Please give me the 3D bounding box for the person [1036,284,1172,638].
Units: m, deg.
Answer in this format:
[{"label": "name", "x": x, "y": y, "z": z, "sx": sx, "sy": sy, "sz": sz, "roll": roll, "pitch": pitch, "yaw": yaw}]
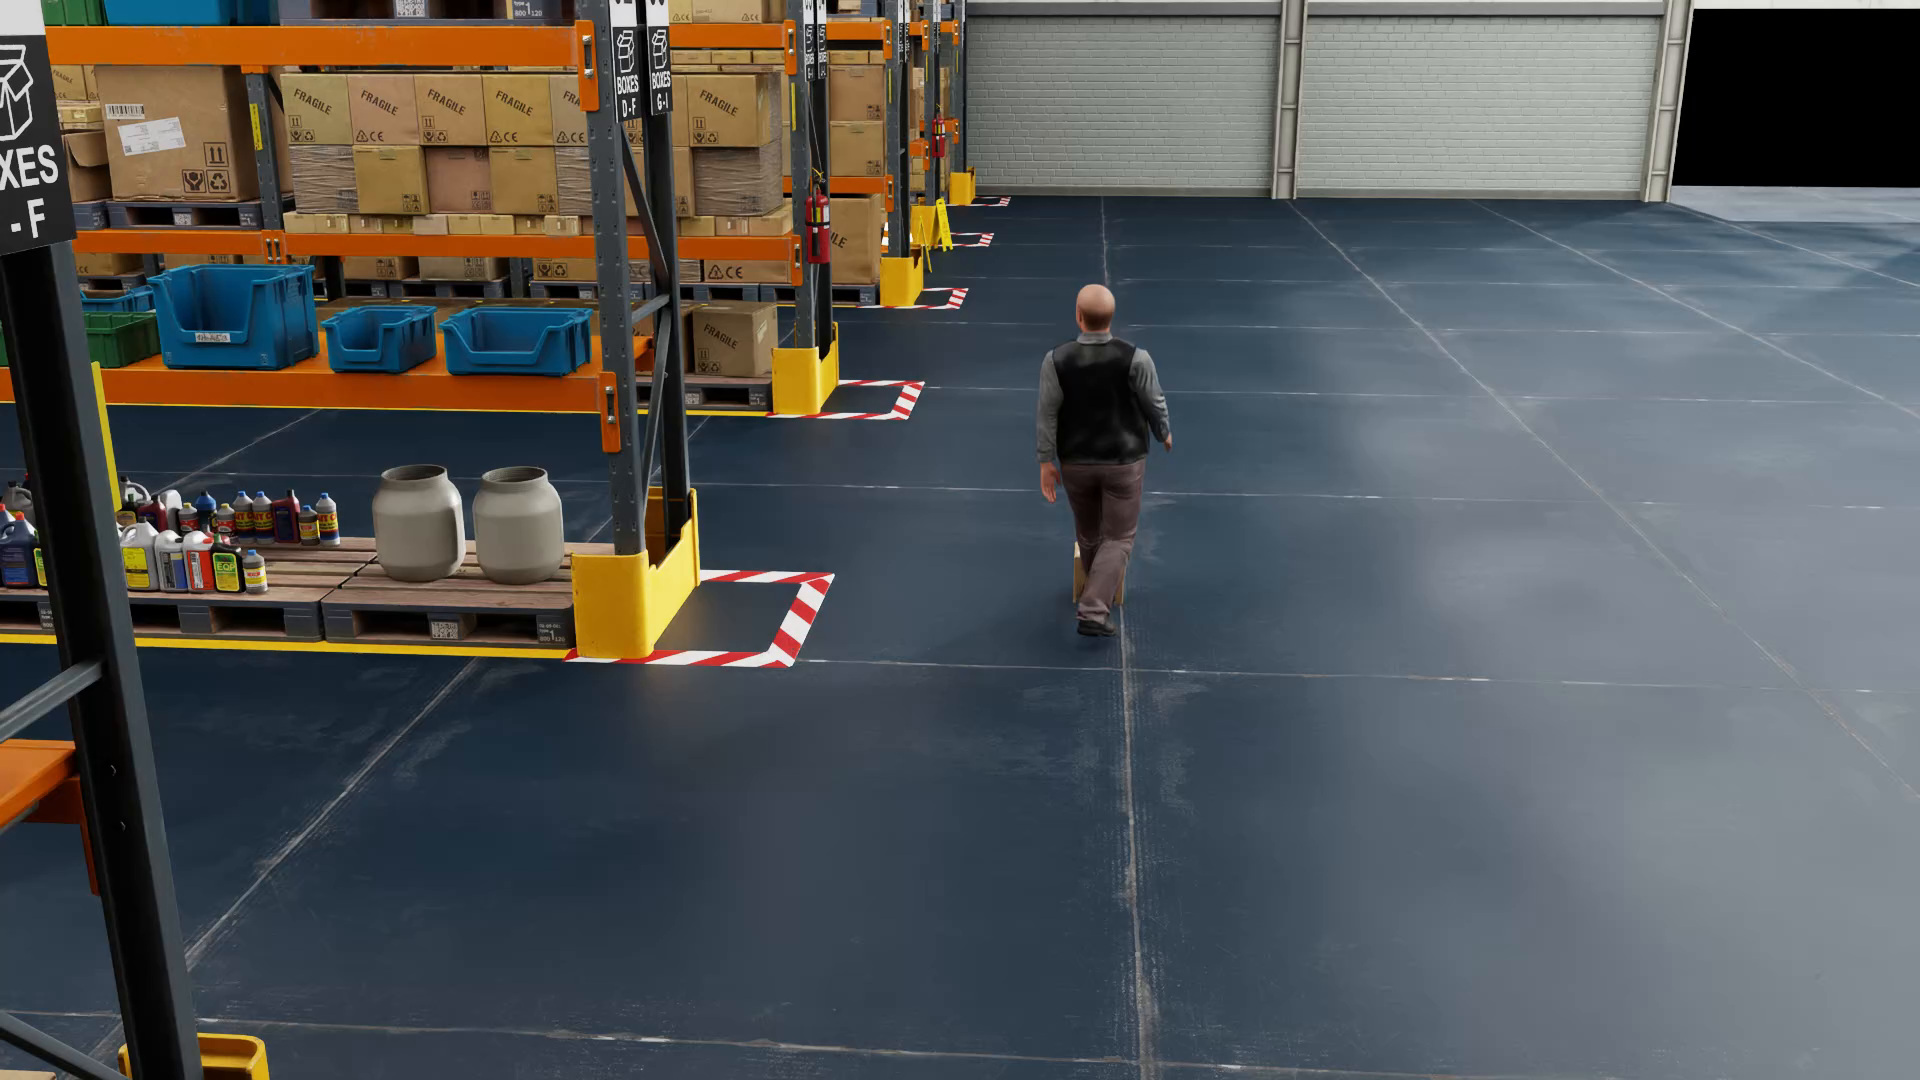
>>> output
[{"label": "person", "x": 0.691, "y": -0.397, "z": 7.910, "sx": 0.590, "sy": 1.676, "sz": 0.941, "roll": 5, "pitch": 18, "yaw": 15}]
